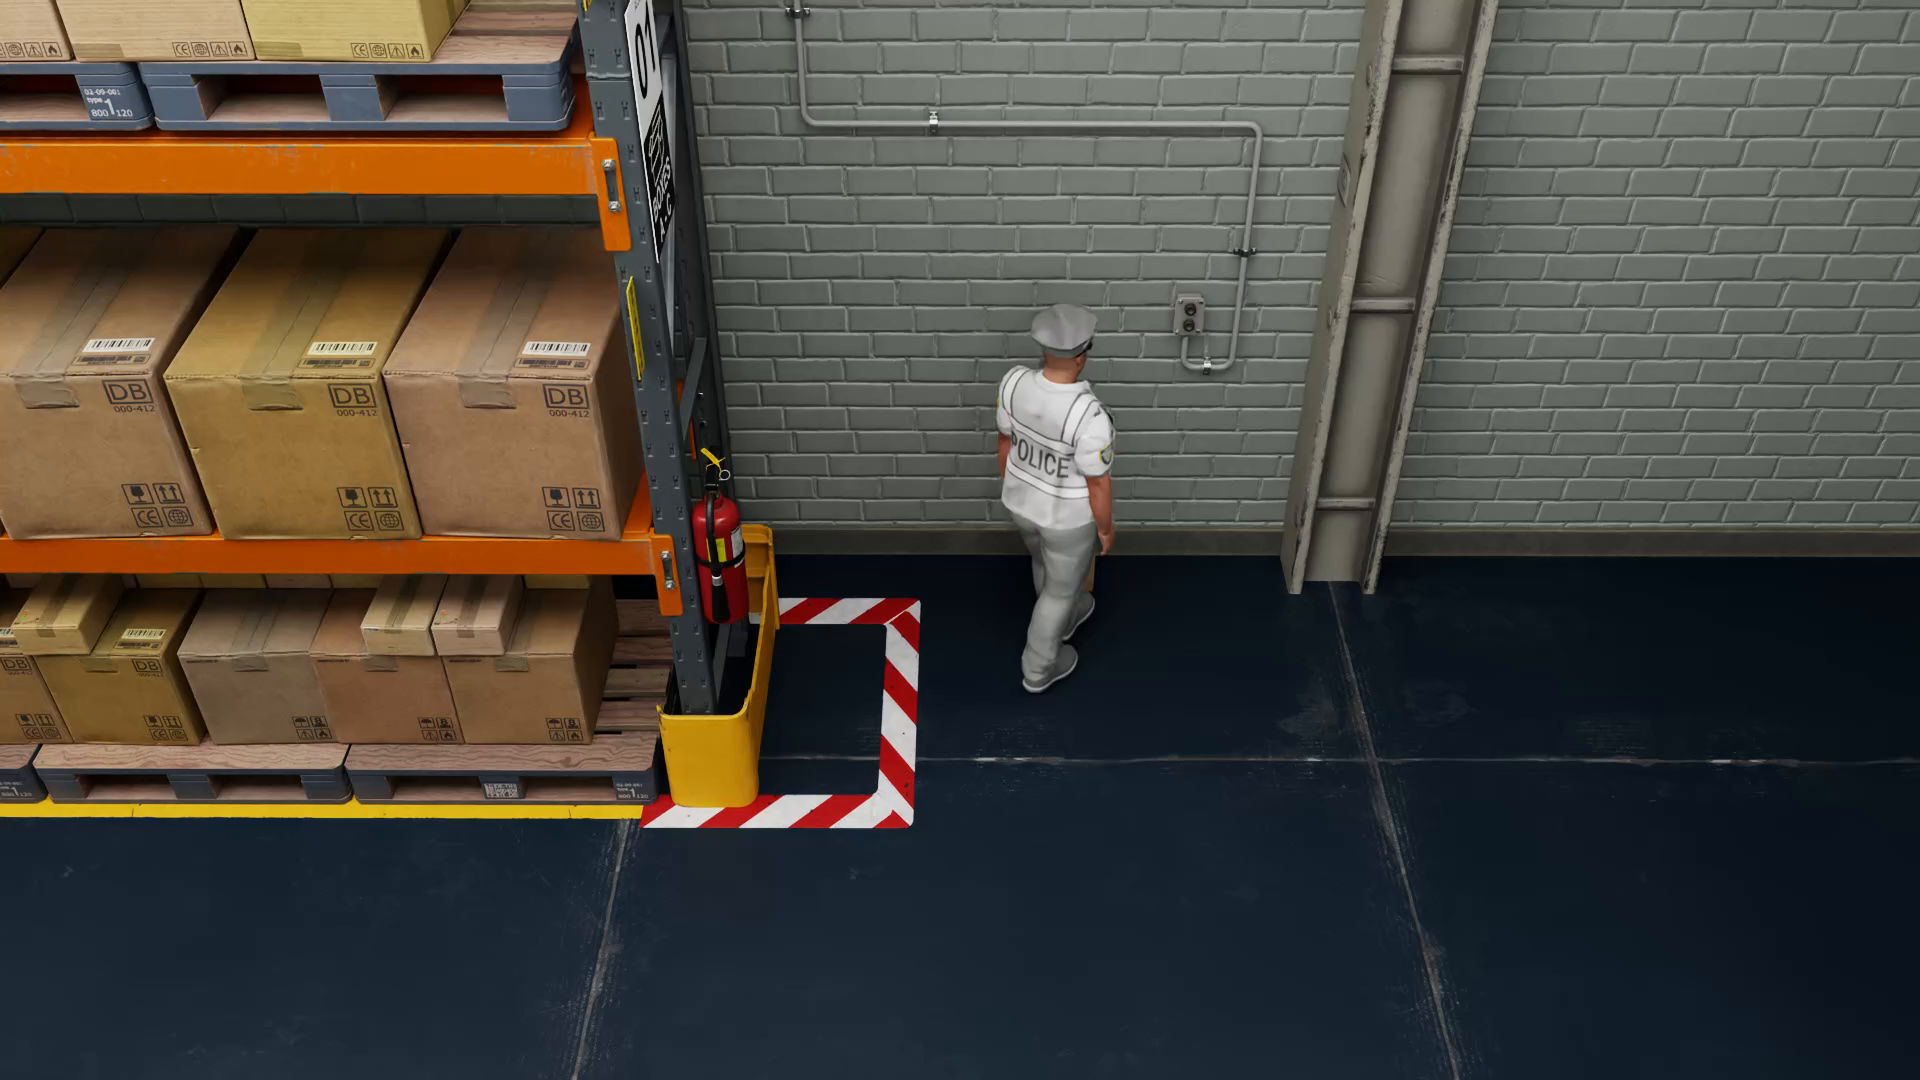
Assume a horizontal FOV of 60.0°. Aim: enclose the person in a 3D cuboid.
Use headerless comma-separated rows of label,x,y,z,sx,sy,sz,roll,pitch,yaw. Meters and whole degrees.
person,0.457,-0.194,6.730,0.535,1.742,0.642,31,48,32
